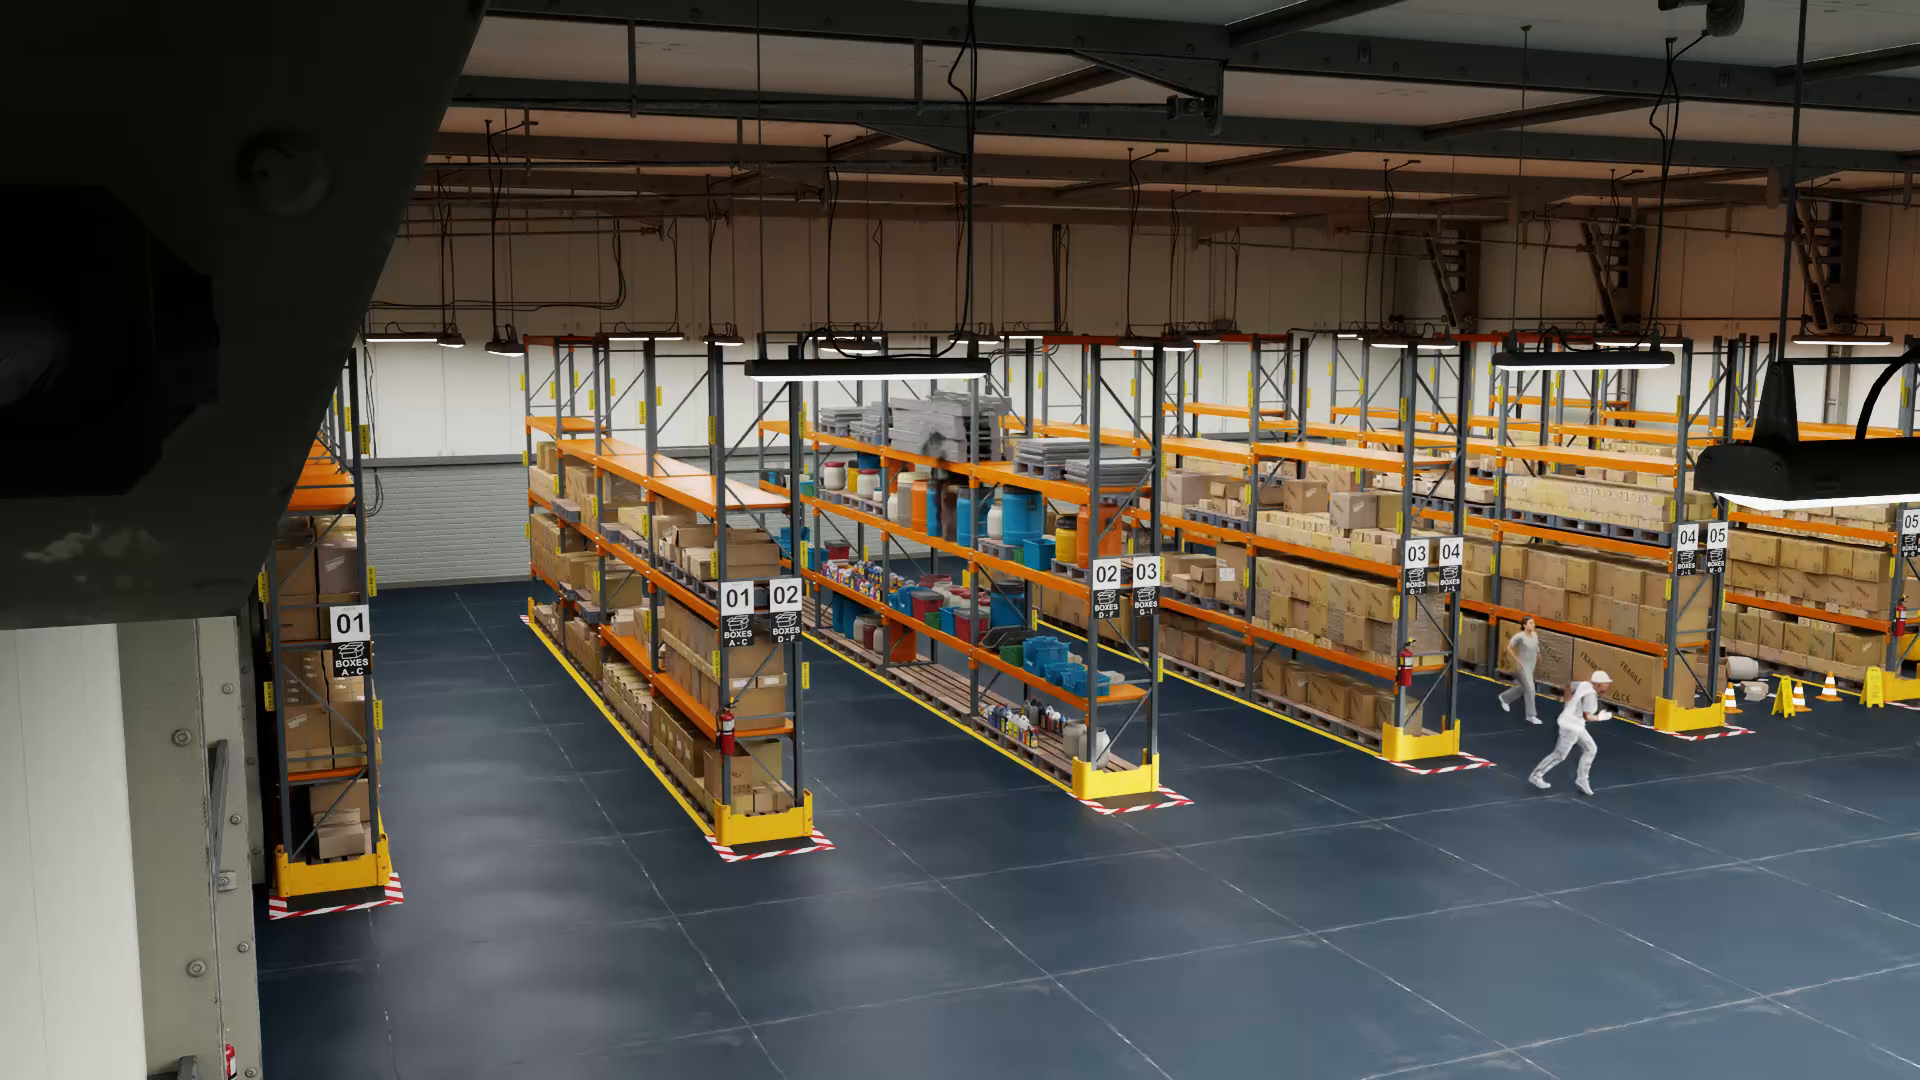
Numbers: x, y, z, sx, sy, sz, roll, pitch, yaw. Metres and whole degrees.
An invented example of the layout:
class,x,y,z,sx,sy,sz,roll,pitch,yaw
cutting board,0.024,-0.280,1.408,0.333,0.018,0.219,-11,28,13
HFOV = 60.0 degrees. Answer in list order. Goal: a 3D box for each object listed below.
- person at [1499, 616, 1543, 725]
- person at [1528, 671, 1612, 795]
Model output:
class,x,y,z,sx,sy,sz,roll,pitch,yaw
person,8.886,2.005,26.243,0.562,1.672,0.895,-5,9,-31
person,8.158,2.577,22.243,1.009,1.721,0.715,2,8,14
